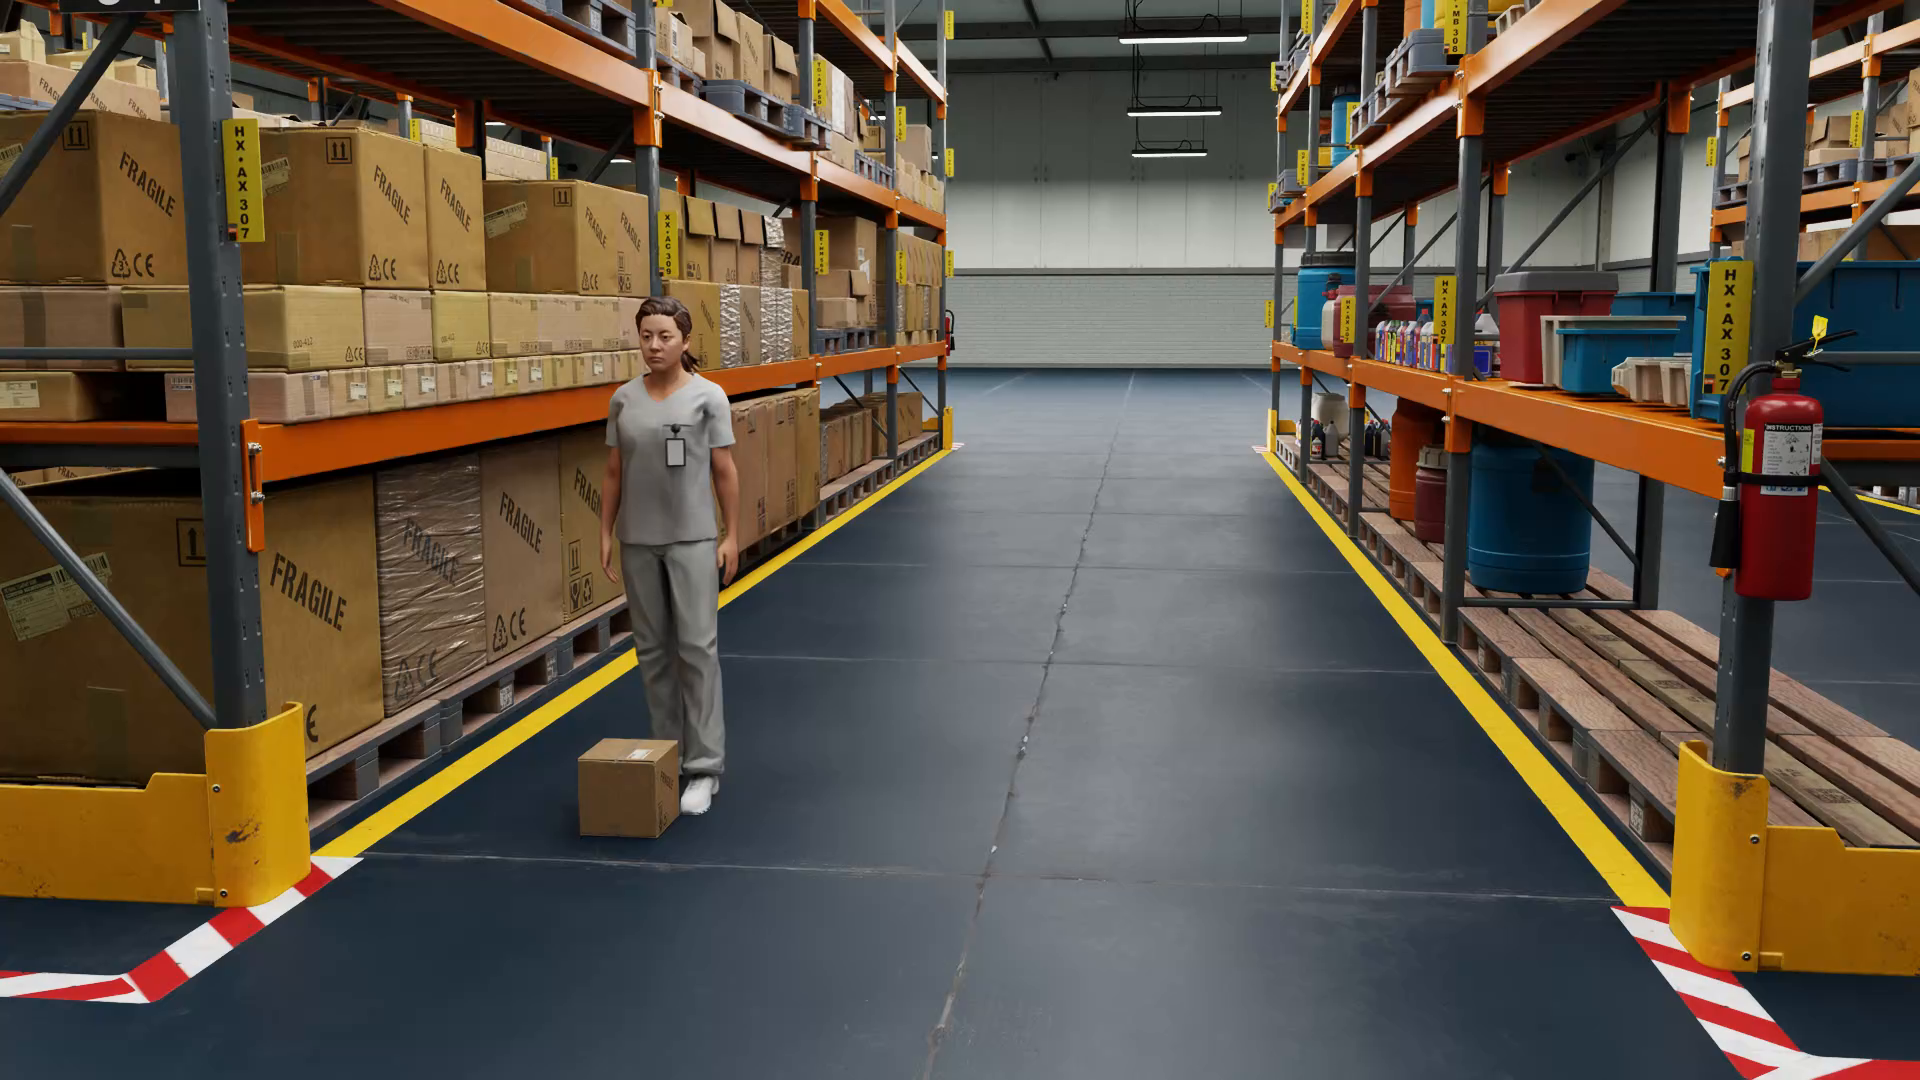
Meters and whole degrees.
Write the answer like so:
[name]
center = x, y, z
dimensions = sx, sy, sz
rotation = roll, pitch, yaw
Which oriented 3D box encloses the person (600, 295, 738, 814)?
[person]
center = -1.012, 0.028, 5.576
dimensions = 0.474, 1.683, 0.528
rotation = 2, 8, 12
